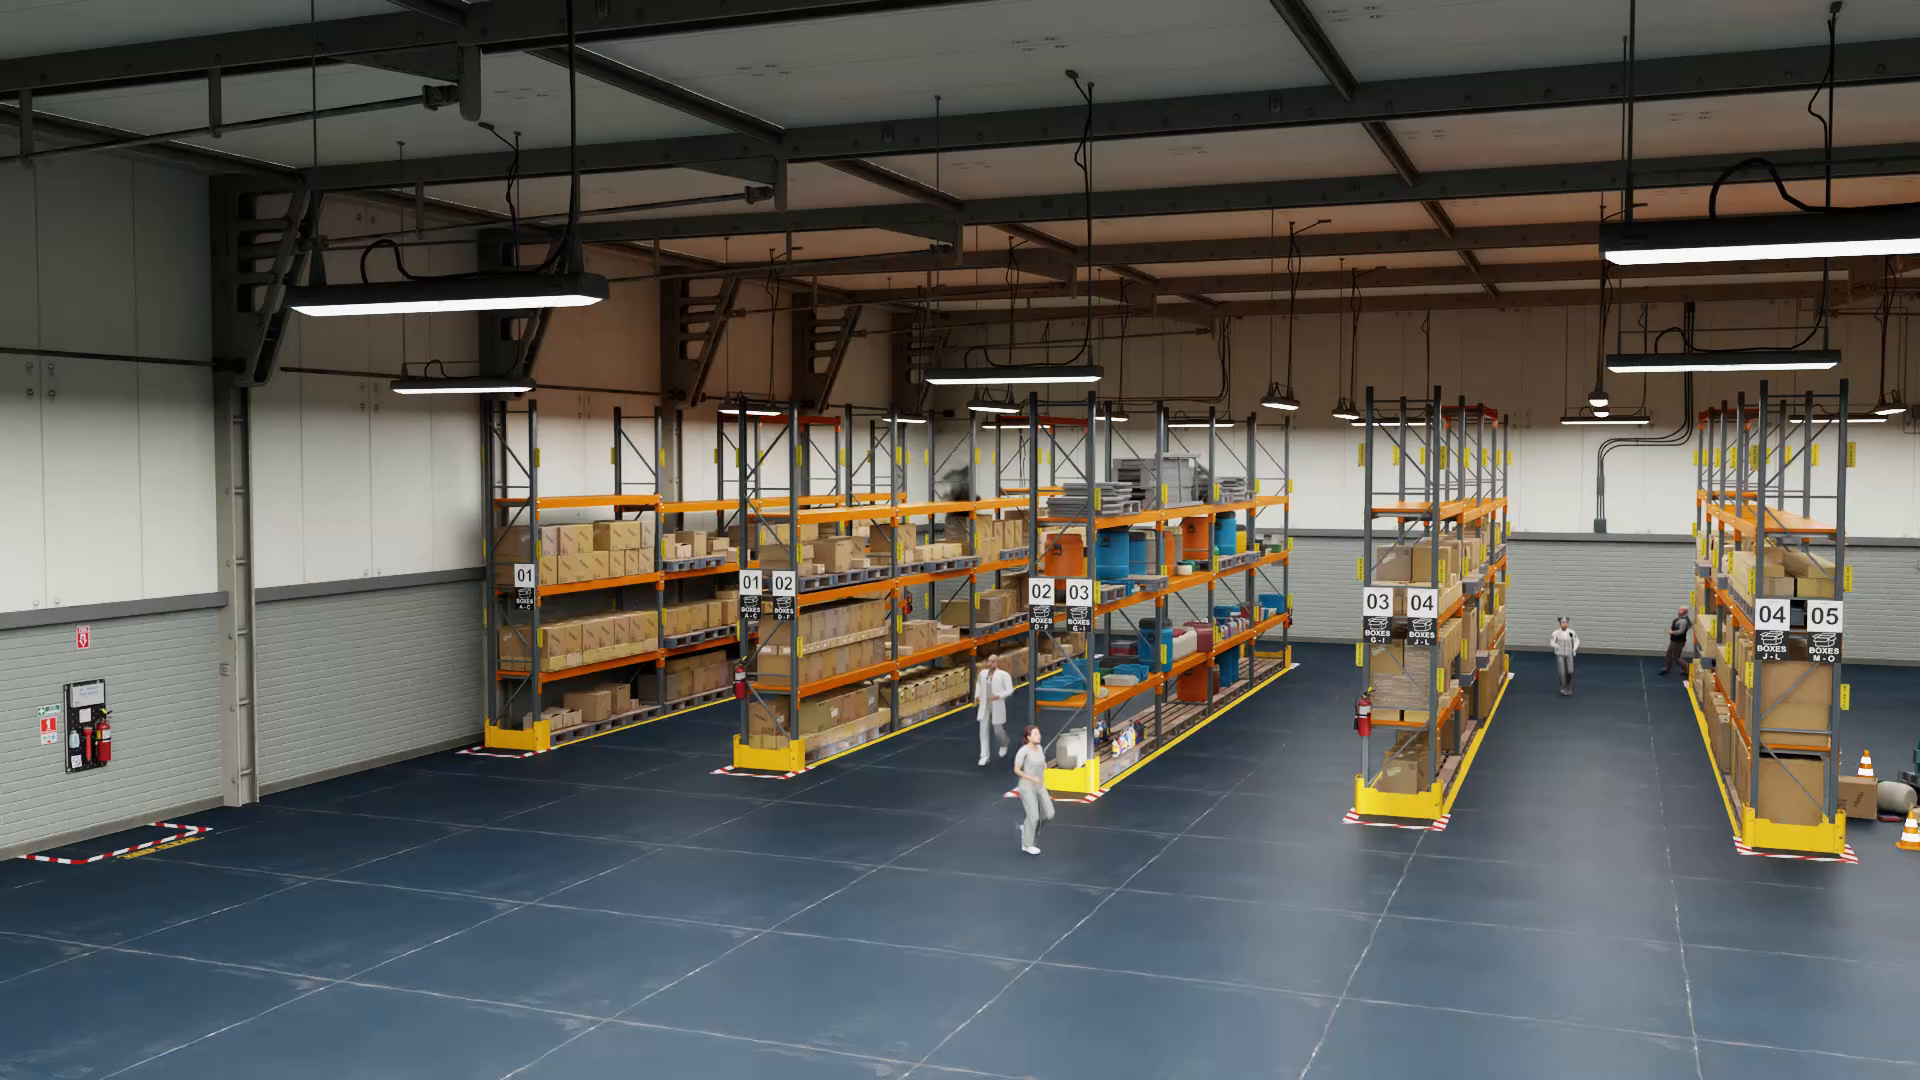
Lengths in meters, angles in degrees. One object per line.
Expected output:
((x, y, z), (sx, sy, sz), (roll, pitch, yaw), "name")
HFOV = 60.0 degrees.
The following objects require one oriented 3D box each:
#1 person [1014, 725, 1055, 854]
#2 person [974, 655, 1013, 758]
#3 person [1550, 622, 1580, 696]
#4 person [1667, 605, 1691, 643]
((0.922, 3.147, 21.013), (0.570, 1.633, 0.549), (-3, 4, -43), "person")
((-6.196, 3.364, 15.128), (6.014, 1.794, 28.412), (1, 3, 21), "person")
((12.728, 2.460, 34.991), (0.588, 1.643, 0.582), (1, 3, 17), "person")
((22.521, -0.258, 37.392), (11.775, 5.157, 6.015), (1, 3, 27), "person")
